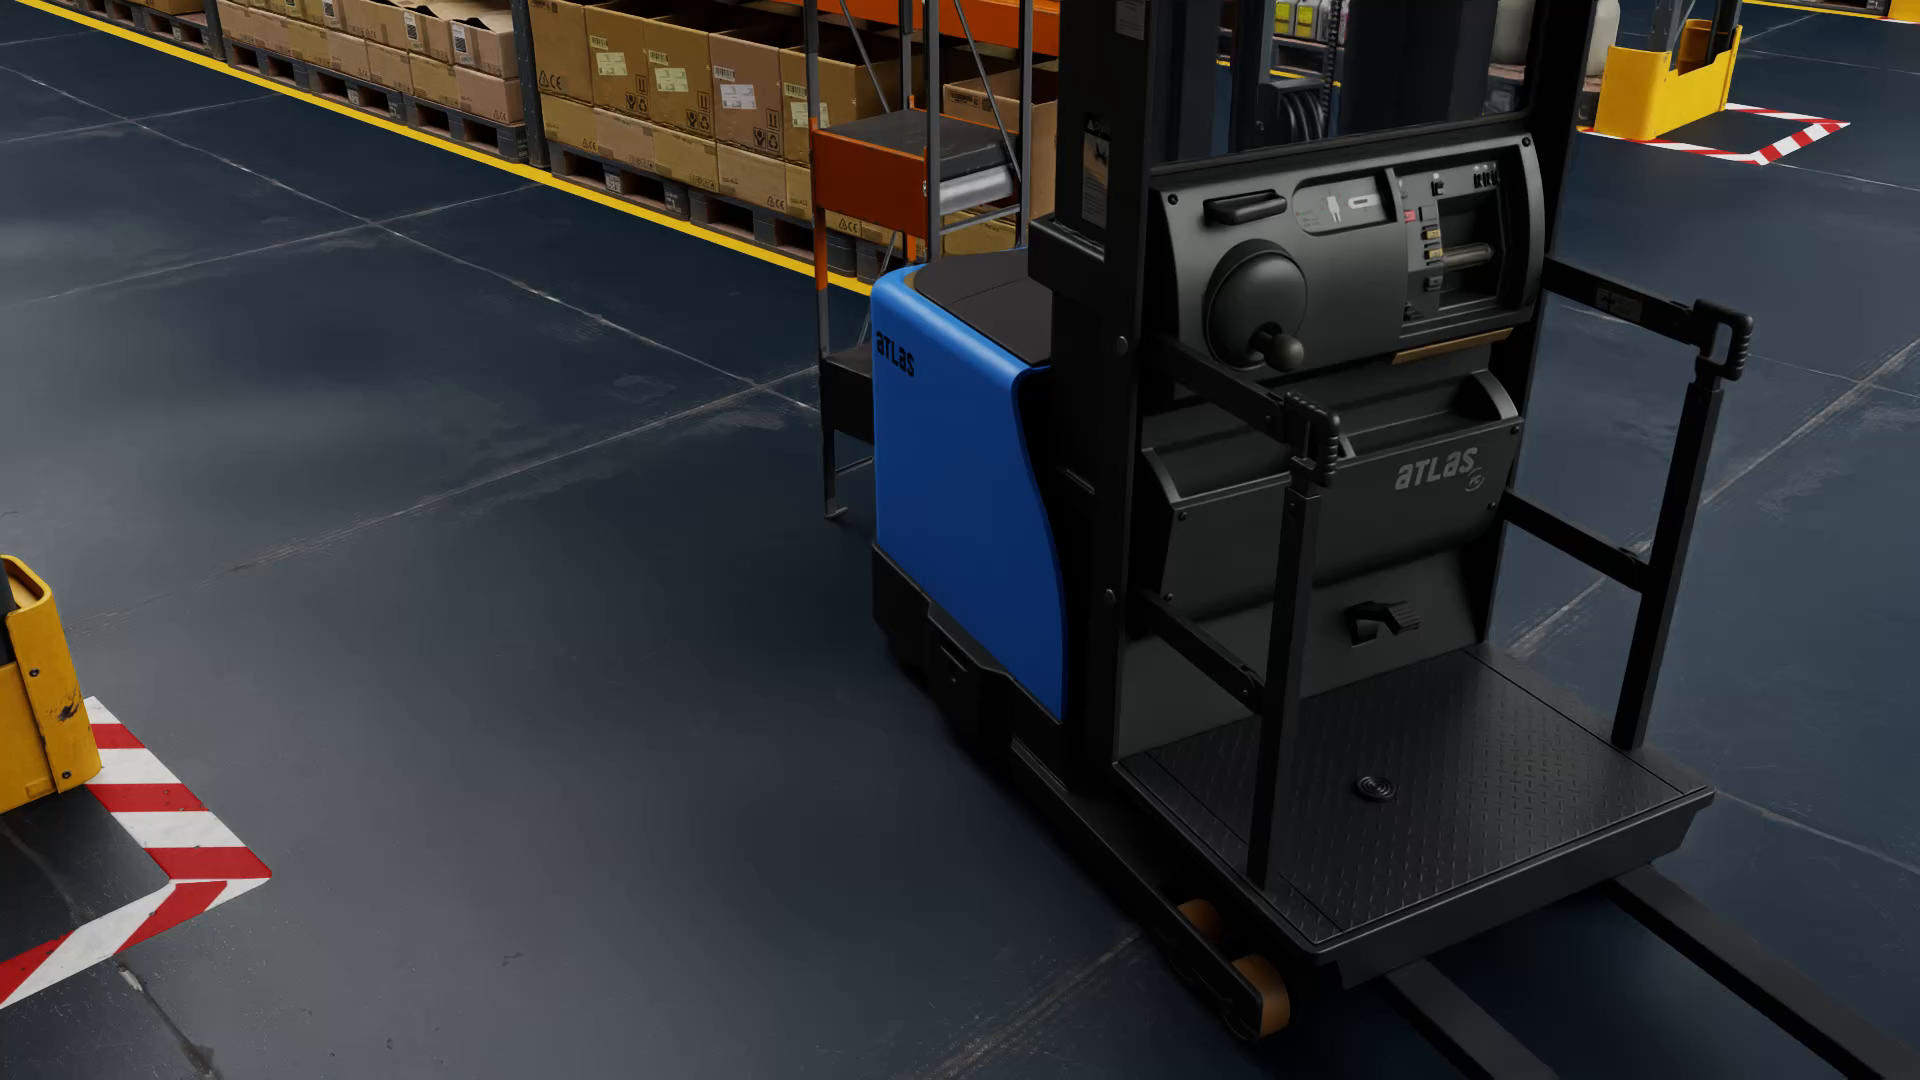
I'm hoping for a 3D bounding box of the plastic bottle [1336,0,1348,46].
[{"bbox_3d":[2.570,-3.408,10.962,0.135,0.276,0.152,25,37,39],"label":"plastic bottle"}]

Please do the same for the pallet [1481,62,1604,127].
[{"bbox_3d":[3.685,-2.916,10.568,1.213,0.211,1.003,25,36,38],"label":"pallet"}]

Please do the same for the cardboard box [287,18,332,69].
[{"bbox_3d":[-3.931,-3.211,10.636,0.500,0.250,0.500,23,36,37],"label":"cardboard box"}]

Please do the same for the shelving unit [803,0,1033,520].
[{"bbox_3d":[-0.118,-0.983,4.864,0.503,2.100,0.431,25,36,38],"label":"shelving unit"}]

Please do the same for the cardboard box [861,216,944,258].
[{"bbox_3d":[-0.082,-1.436,7.262,0.500,0.250,0.500,25,36,38],"label":"cardboard box"}]

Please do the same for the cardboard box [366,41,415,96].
[{"bbox_3d":[-3.204,-2.877,10.001,0.500,0.250,0.500,-24,36,-38],"label":"cardboard box"}]

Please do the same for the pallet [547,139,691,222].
[{"bbox_3d":[-1.442,-2.029,8.882,1.213,0.211,1.003,25,36,38],"label":"pallet"}]

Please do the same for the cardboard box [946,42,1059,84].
[{"bbox_3d":[0.288,-1.943,7.420,0.500,0.500,0.500,25,36,38],"label":"cardboard box"}]

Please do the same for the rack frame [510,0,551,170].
[{"bbox_3d":[-1.980,-3.536,8.753,0.127,3.000,1.000,25,36,38],"label":"rack frame"}]

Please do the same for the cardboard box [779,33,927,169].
[{"bbox_3d":[-0.442,-1.930,7.394,0.500,0.500,0.500,25,36,38],"label":"cardboard box"}]

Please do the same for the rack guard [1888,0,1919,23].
[{"bbox_3d":[7.766,-4.436,13.149,0.348,0.500,1.175,25,36,38],"label":"rack guard"}]

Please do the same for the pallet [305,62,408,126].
[{"bbox_3d":[-3.407,-2.928,10.591,1.213,0.211,1.003,25,36,38],"label":"pallet"}]

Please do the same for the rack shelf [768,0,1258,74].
[{"bbox_3d":[-0.554,-2.565,7.679,4.000,0.370,1.077,25,36,38],"label":"rack shelf"}]

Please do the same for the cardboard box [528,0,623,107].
[{"bbox_3d":[-1.869,-2.582,8.635,0.500,0.500,0.500,25,36,38],"label":"cardboard box"}]

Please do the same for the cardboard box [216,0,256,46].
[{"bbox_3d":[-4.665,-3.542,11.267,0.500,0.250,0.500,24,36,38],"label":"cardboard box"}]

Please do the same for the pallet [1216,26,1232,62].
[{"bbox_3d":[1.945,-3.712,12.082,1.213,0.211,1.003,25,36,38],"label":"pallet"}]

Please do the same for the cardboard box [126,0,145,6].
[{"bbox_3d":[-6.033,-4.326,12.468,0.500,0.500,0.500,23,35,37],"label":"cardboard box"}]

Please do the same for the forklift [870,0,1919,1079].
[{"bbox_3d":[0.894,-0.535,3.119,1.130,2.935,3.031,-14,31,-25],"label":"forklift"}]

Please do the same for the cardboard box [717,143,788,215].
[{"bbox_3d":[-0.795,-1.763,7.882,0.500,0.250,0.500,25,36,38],"label":"cardboard box"}]

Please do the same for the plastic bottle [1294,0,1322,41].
[{"bbox_3d":[2.350,-3.539,11.131,0.144,0.351,0.185,-24,36,-37],"label":"plastic bottle"}]

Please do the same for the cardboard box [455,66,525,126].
[{"bbox_3d":[-2.479,-2.544,9.369,0.500,0.250,0.500,24,36,38],"label":"cardboard box"}]

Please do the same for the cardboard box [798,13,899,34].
[{"bbox_3d":[-0.422,-2.271,8.044,0.500,0.500,0.500,25,36,38],"label":"cardboard box"}]

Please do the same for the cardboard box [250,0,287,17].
[{"bbox_3d":[-4.284,-3.622,10.815,0.500,0.311,0.500,24,36,37],"label":"cardboard box"}]

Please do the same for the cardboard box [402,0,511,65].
[{"bbox_3d":[-2.845,-2.958,9.553,0.500,0.311,0.500,-24,36,-38],"label":"cardboard box"}]

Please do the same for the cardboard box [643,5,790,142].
[{"bbox_3d":[-1.156,-2.256,8.014,0.500,0.500,0.500,25,36,38],"label":"cardboard box"}]

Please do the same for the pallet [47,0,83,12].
[{"bbox_3d":[-7.078,-4.660,13.885,1.213,0.211,1.003,25,36,38],"label":"pallet"}]

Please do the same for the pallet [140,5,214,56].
[{"bbox_3d":[-5.338,-3.864,12.371,1.213,0.211,1.003,25,36,38],"label":"pallet"}]

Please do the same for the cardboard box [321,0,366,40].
[{"bbox_3d":[-3.555,-3.287,10.179,0.500,0.311,0.500,24,36,38],"label":"cardboard box"}]

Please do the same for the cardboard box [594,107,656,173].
[{"bbox_3d":[-1.509,-2.089,8.502,0.500,0.250,0.500,25,36,38],"label":"cardboard box"}]

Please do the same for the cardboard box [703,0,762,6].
[{"bbox_3d":[-1.148,-2.591,8.653,0.500,0.500,0.500,25,36,38],"label":"cardboard box"}]

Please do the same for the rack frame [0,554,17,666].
[{"bbox_3d":[-2.598,-0.586,3.142,0.127,3.000,1.000,25,36,38],"label":"rack frame"}]

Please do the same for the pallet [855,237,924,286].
[{"bbox_3d":[0.298,-1.233,7.367,1.213,0.211,1.003,25,36,38],"label":"pallet"}]

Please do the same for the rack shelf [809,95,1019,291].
[{"bbox_3d":[-0.118,-0.971,4.870,0.480,0.518,0.431,25,36,38],"label":"rack shelf"}]

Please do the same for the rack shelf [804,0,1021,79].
[{"bbox_3d":[-0.118,-1.591,4.545,0.480,0.518,0.431,25,36,38],"label":"rack shelf"}]

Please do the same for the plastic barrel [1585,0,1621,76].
[{"bbox_3d":[3.825,-3.148,10.236,0.421,0.512,0.421,0,28,0],"label":"plastic barrel"}]

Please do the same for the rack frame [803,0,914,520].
[{"bbox_3d":[-0.292,-1.063,5.015,0.015,2.100,0.400,25,36,38],"label":"rack frame"}]
